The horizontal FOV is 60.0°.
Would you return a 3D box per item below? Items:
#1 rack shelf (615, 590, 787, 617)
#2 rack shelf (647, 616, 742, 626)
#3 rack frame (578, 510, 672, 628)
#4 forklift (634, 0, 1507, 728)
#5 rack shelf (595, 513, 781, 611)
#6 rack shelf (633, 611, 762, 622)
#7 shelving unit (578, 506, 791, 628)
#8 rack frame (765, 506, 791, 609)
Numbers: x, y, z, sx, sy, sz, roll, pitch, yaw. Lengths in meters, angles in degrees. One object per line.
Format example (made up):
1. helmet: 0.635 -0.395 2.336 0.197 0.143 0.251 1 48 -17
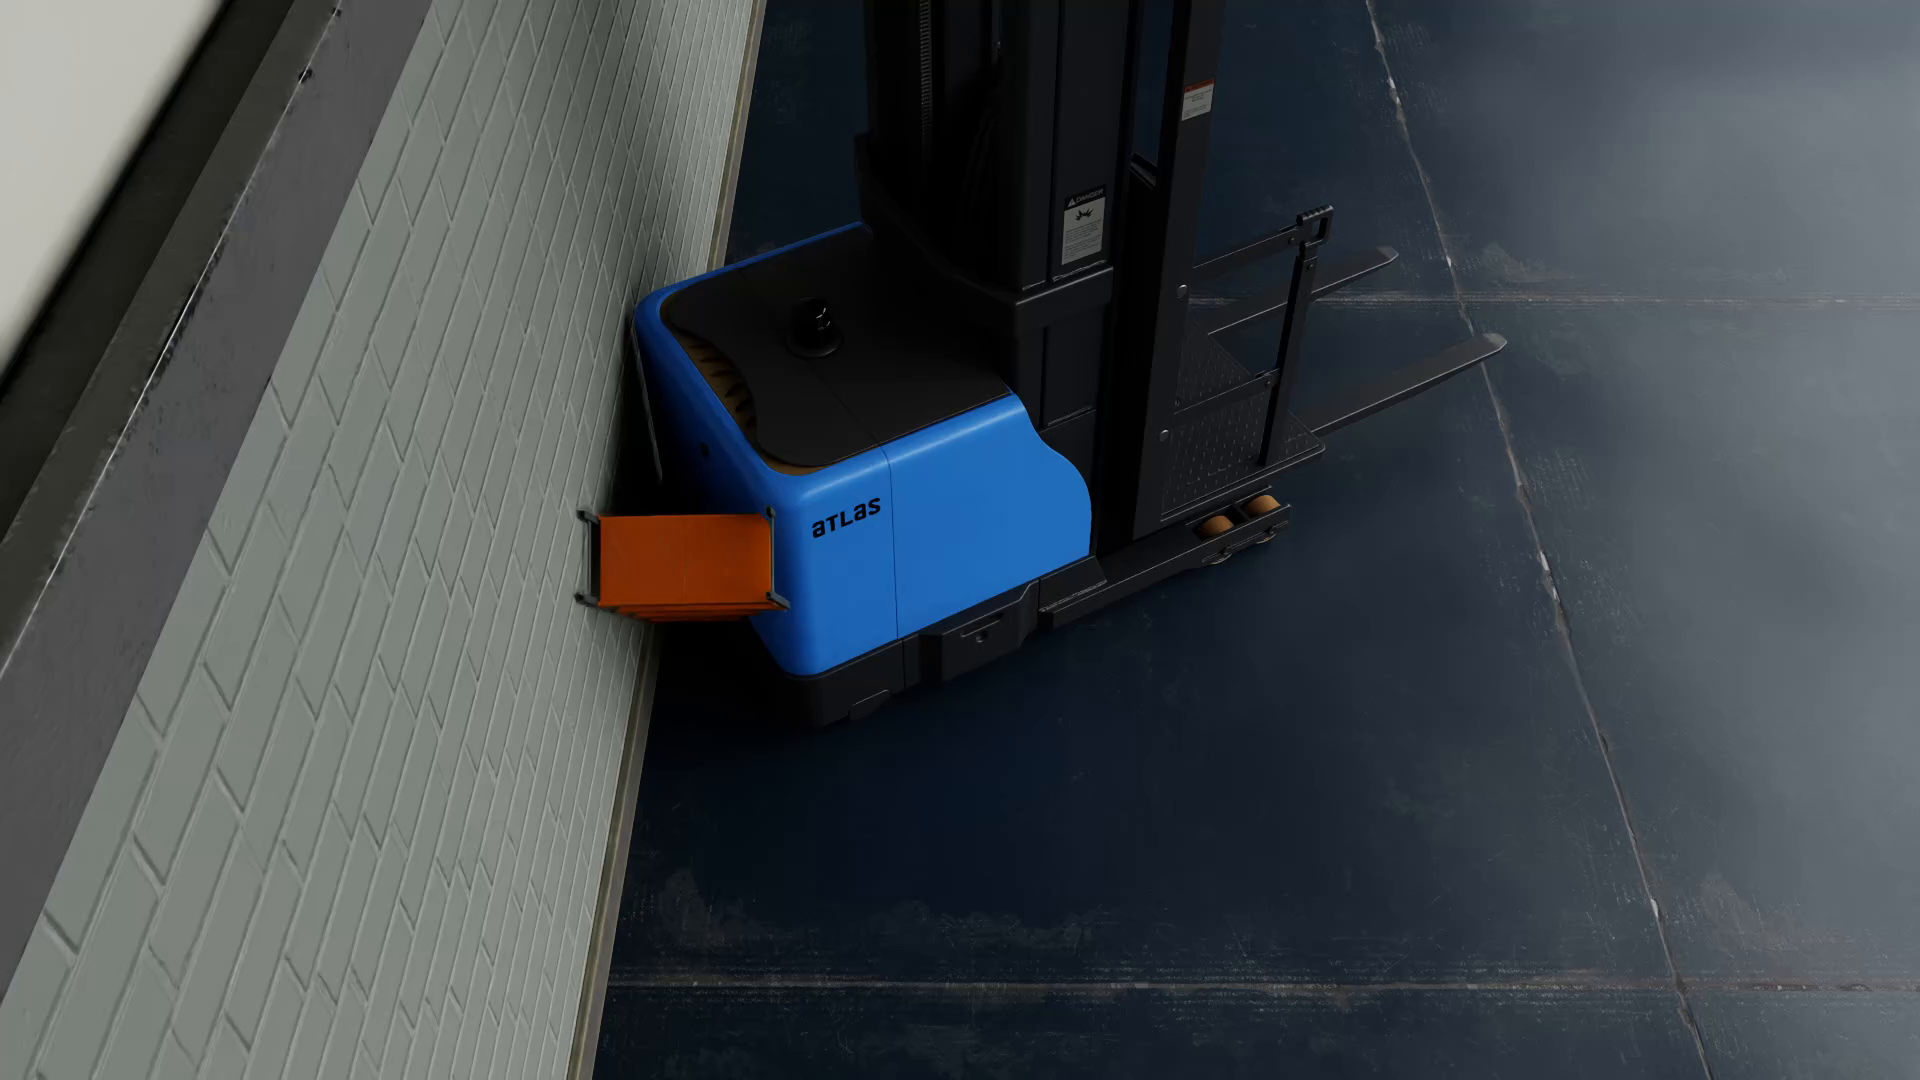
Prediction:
1. rack shelf: -0.733 0.086 4.770 0.480 0.148 0.258 -1 83 1
2. rack shelf: -0.724 0.133 5.190 0.480 0.148 0.258 -1 83 1
3. rack frame: -0.974 0.108 4.931 0.015 1.200 0.240 -1 83 1
4. forklift: 0.544 -1.230 4.892 3.031 2.935 1.130 -23 51 -20
5. rack shelf: -0.738 0.059 4.536 0.480 0.148 0.258 -1 83 1
6. rack shelf: -0.728 0.111 4.993 0.480 0.148 0.258 -1 83 1
7. shelving unit: -0.730 0.103 4.926 0.503 1.200 0.258 -1 83 1
8. rack frame: -0.486 0.099 4.921 0.015 1.200 0.240 -1 83 1
